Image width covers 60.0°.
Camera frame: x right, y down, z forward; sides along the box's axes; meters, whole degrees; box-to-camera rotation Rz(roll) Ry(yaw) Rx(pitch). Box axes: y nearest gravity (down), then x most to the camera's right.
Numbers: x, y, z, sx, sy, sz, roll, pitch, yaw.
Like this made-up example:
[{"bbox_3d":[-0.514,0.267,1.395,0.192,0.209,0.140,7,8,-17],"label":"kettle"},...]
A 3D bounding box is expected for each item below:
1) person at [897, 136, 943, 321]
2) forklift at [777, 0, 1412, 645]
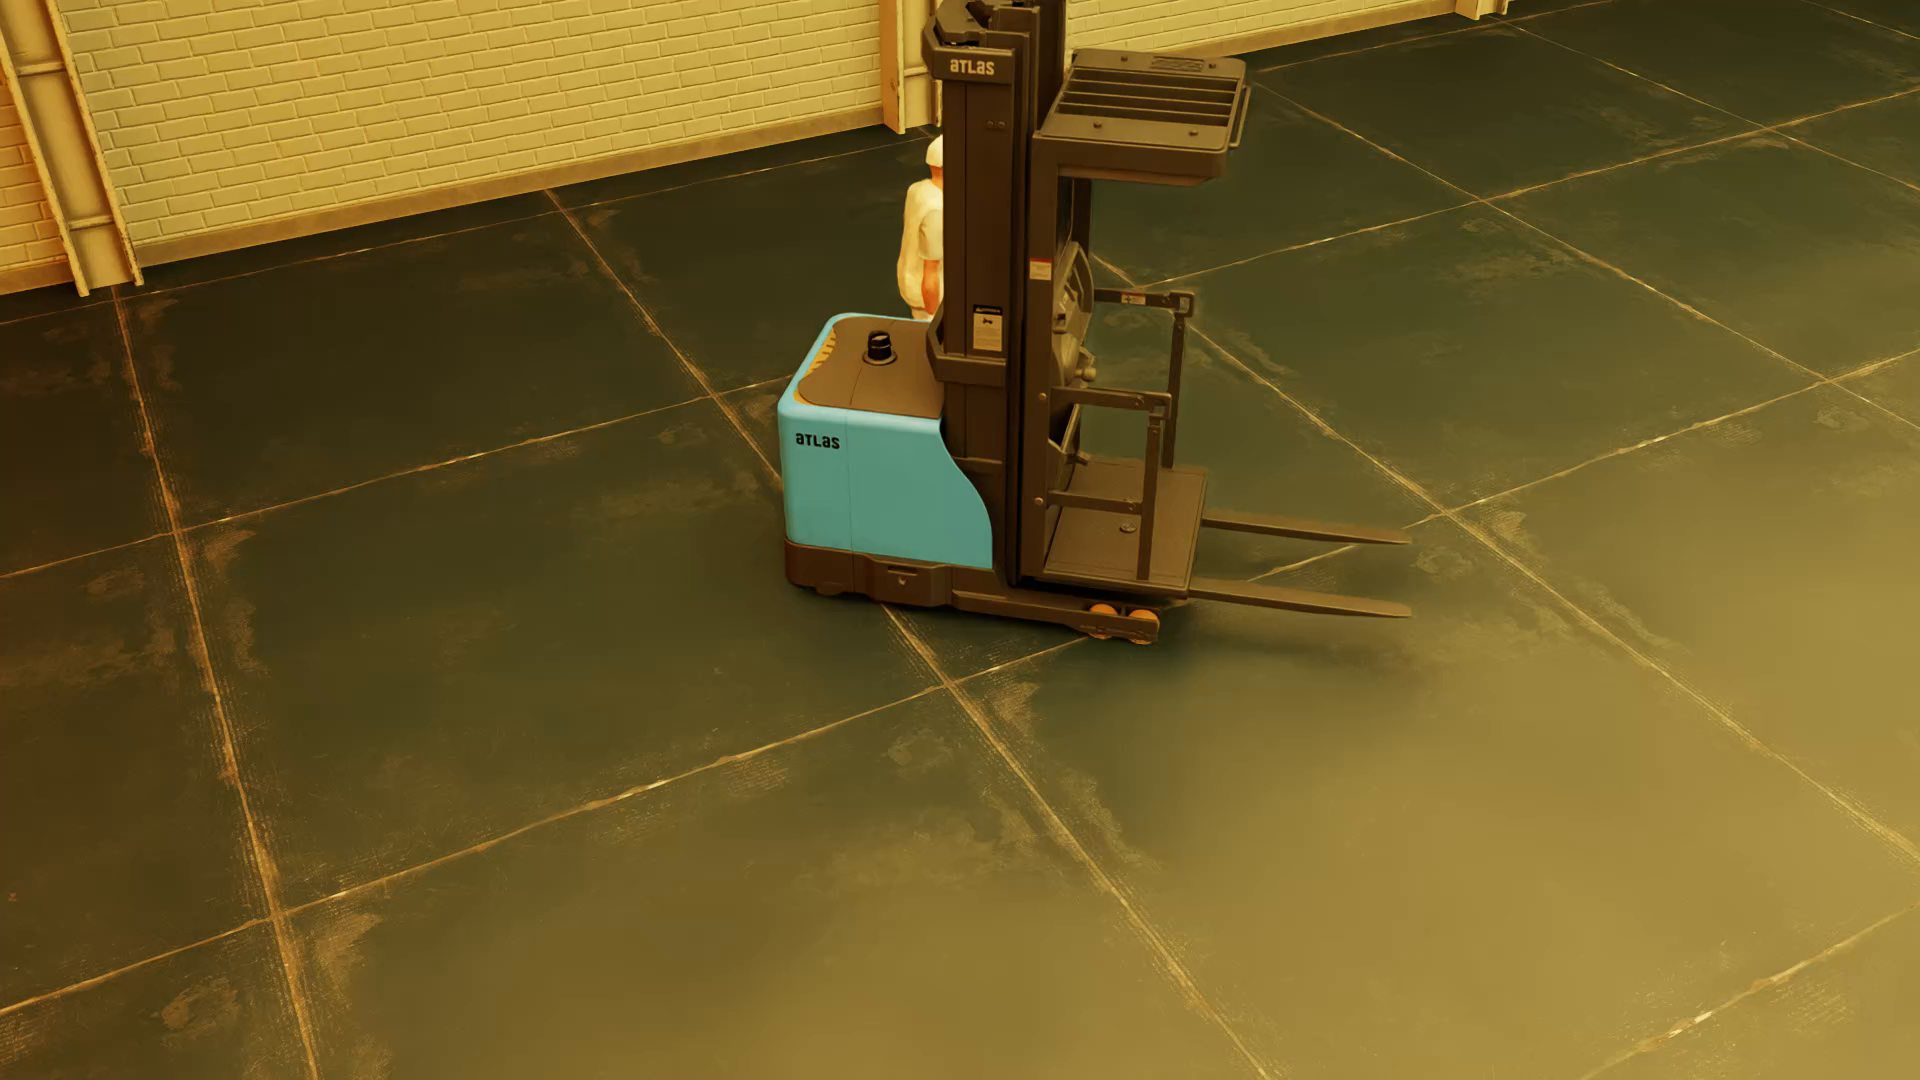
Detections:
[{"bbox_3d":[-0.121,-1.364,9.078,0.433,1.750,0.854,-8,36,-11],"label":"person"},{"bbox_3d":[0.704,-1.034,7.586,3.031,2.935,1.130,7,36,10],"label":"forklift"}]
